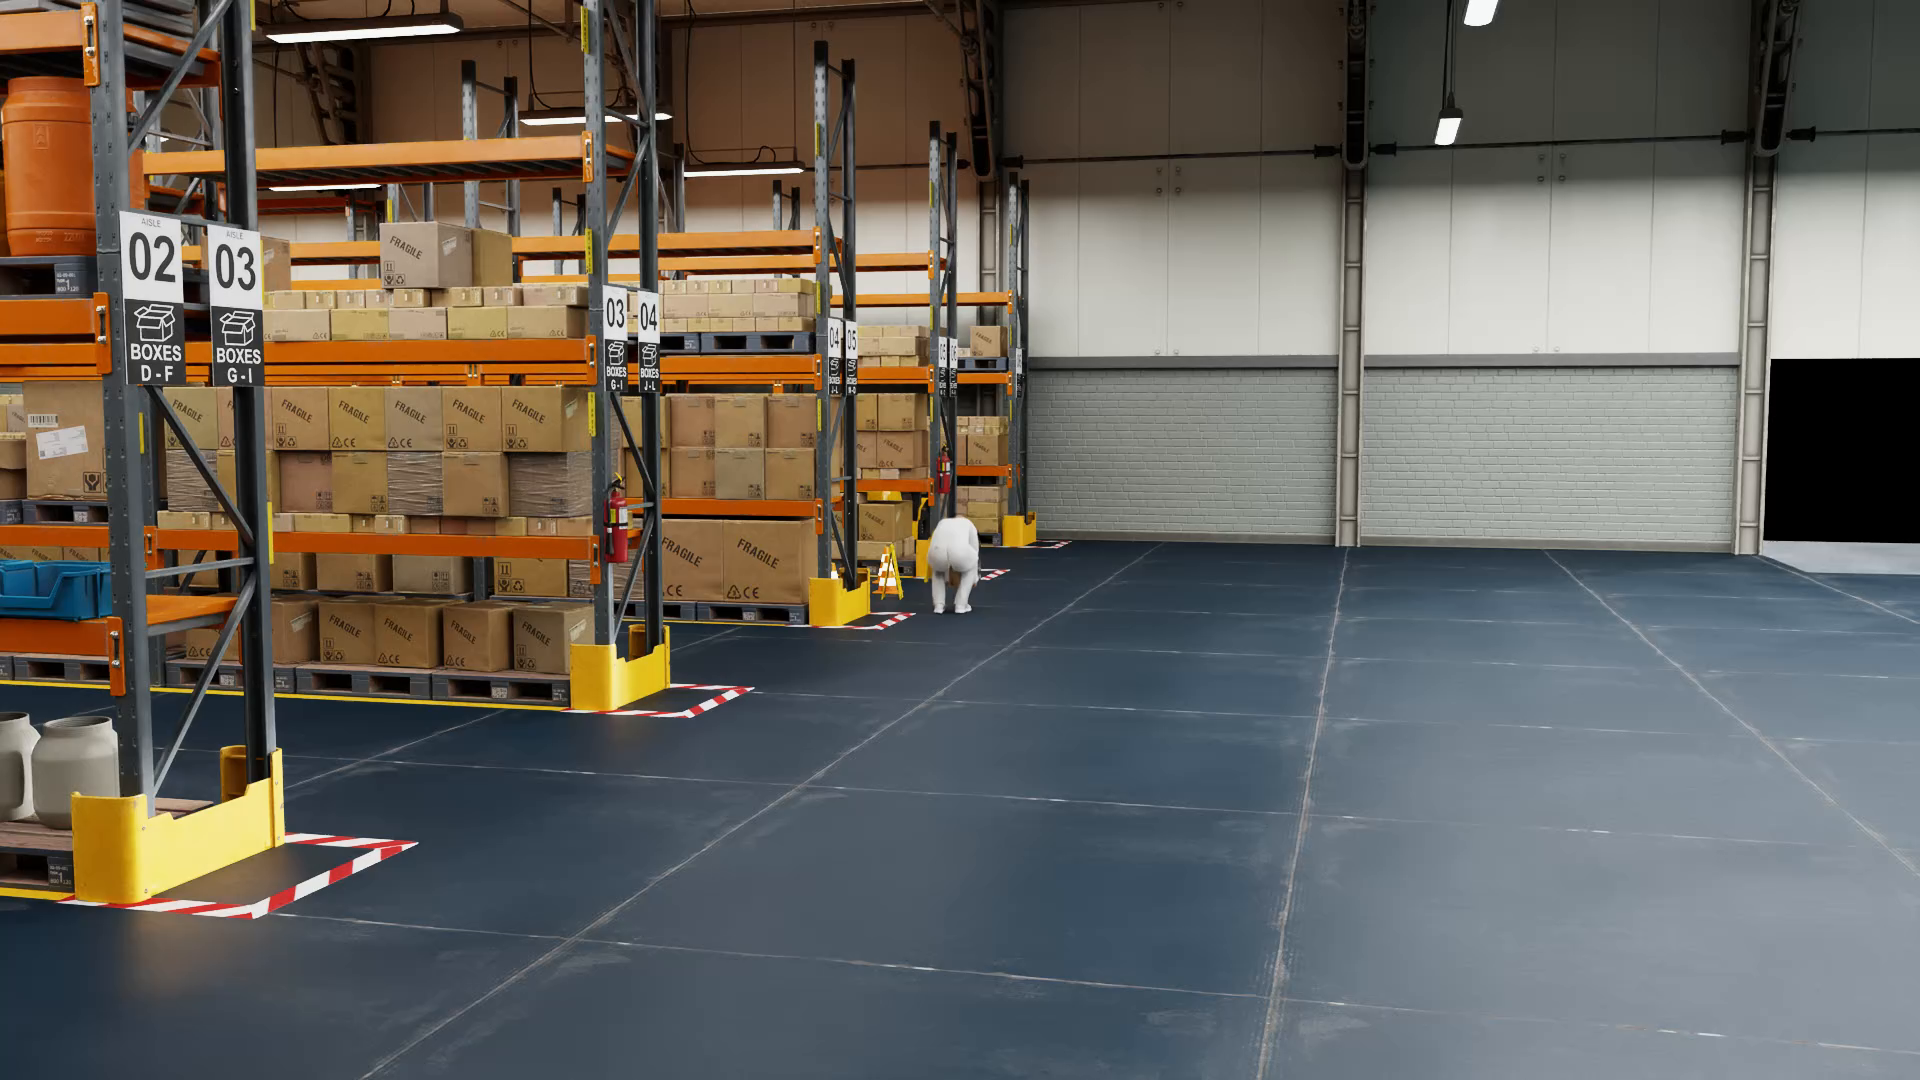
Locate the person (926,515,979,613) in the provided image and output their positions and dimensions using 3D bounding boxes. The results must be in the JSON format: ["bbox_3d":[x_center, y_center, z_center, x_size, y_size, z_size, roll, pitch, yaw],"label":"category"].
[{"bbox_3d":[-0.063,0.271,18.620,0.588,1.046,0.943,1,5,10],"label":"person"}]
